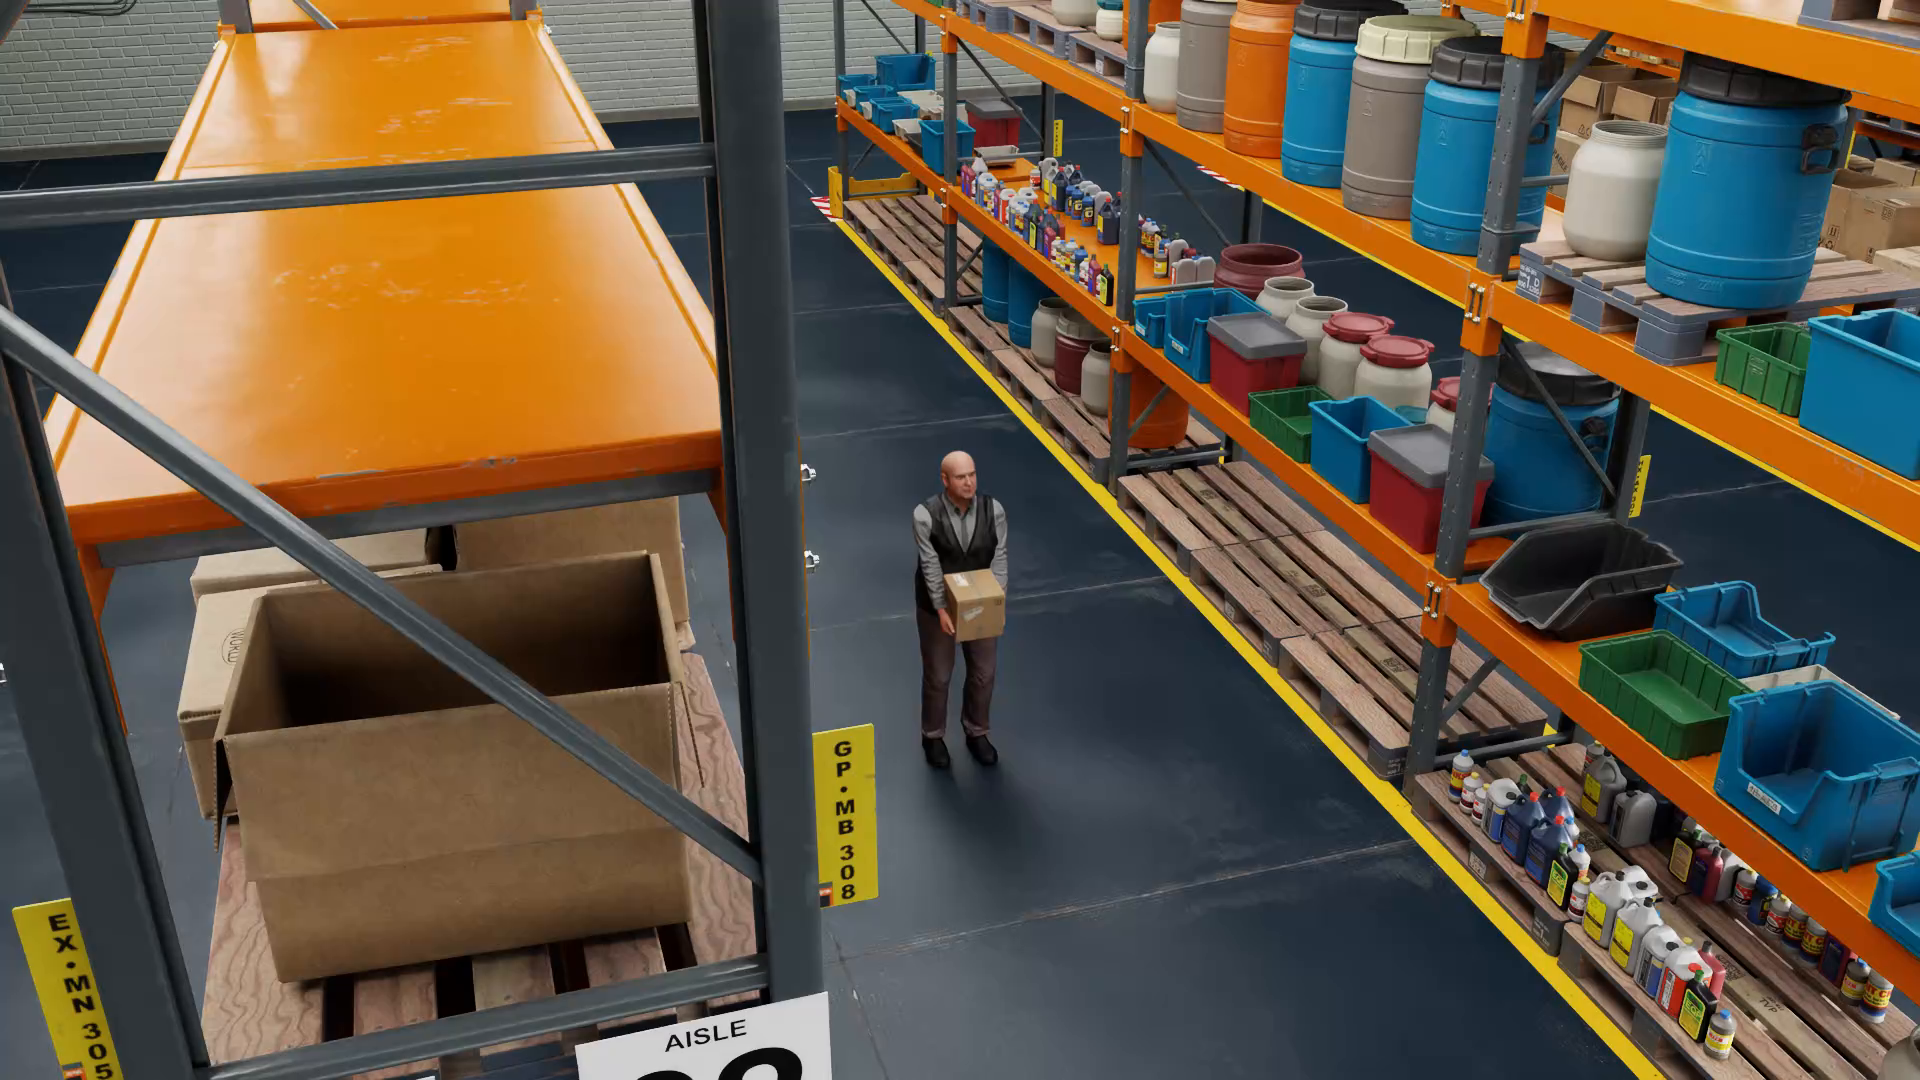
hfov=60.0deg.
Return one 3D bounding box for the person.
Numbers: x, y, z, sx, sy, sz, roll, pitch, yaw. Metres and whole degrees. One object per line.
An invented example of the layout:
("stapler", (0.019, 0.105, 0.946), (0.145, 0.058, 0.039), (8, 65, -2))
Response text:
("person", (0.031, 0.392, 8.602), (0.494, 1.716, 0.554), (-8, 27, -15))
